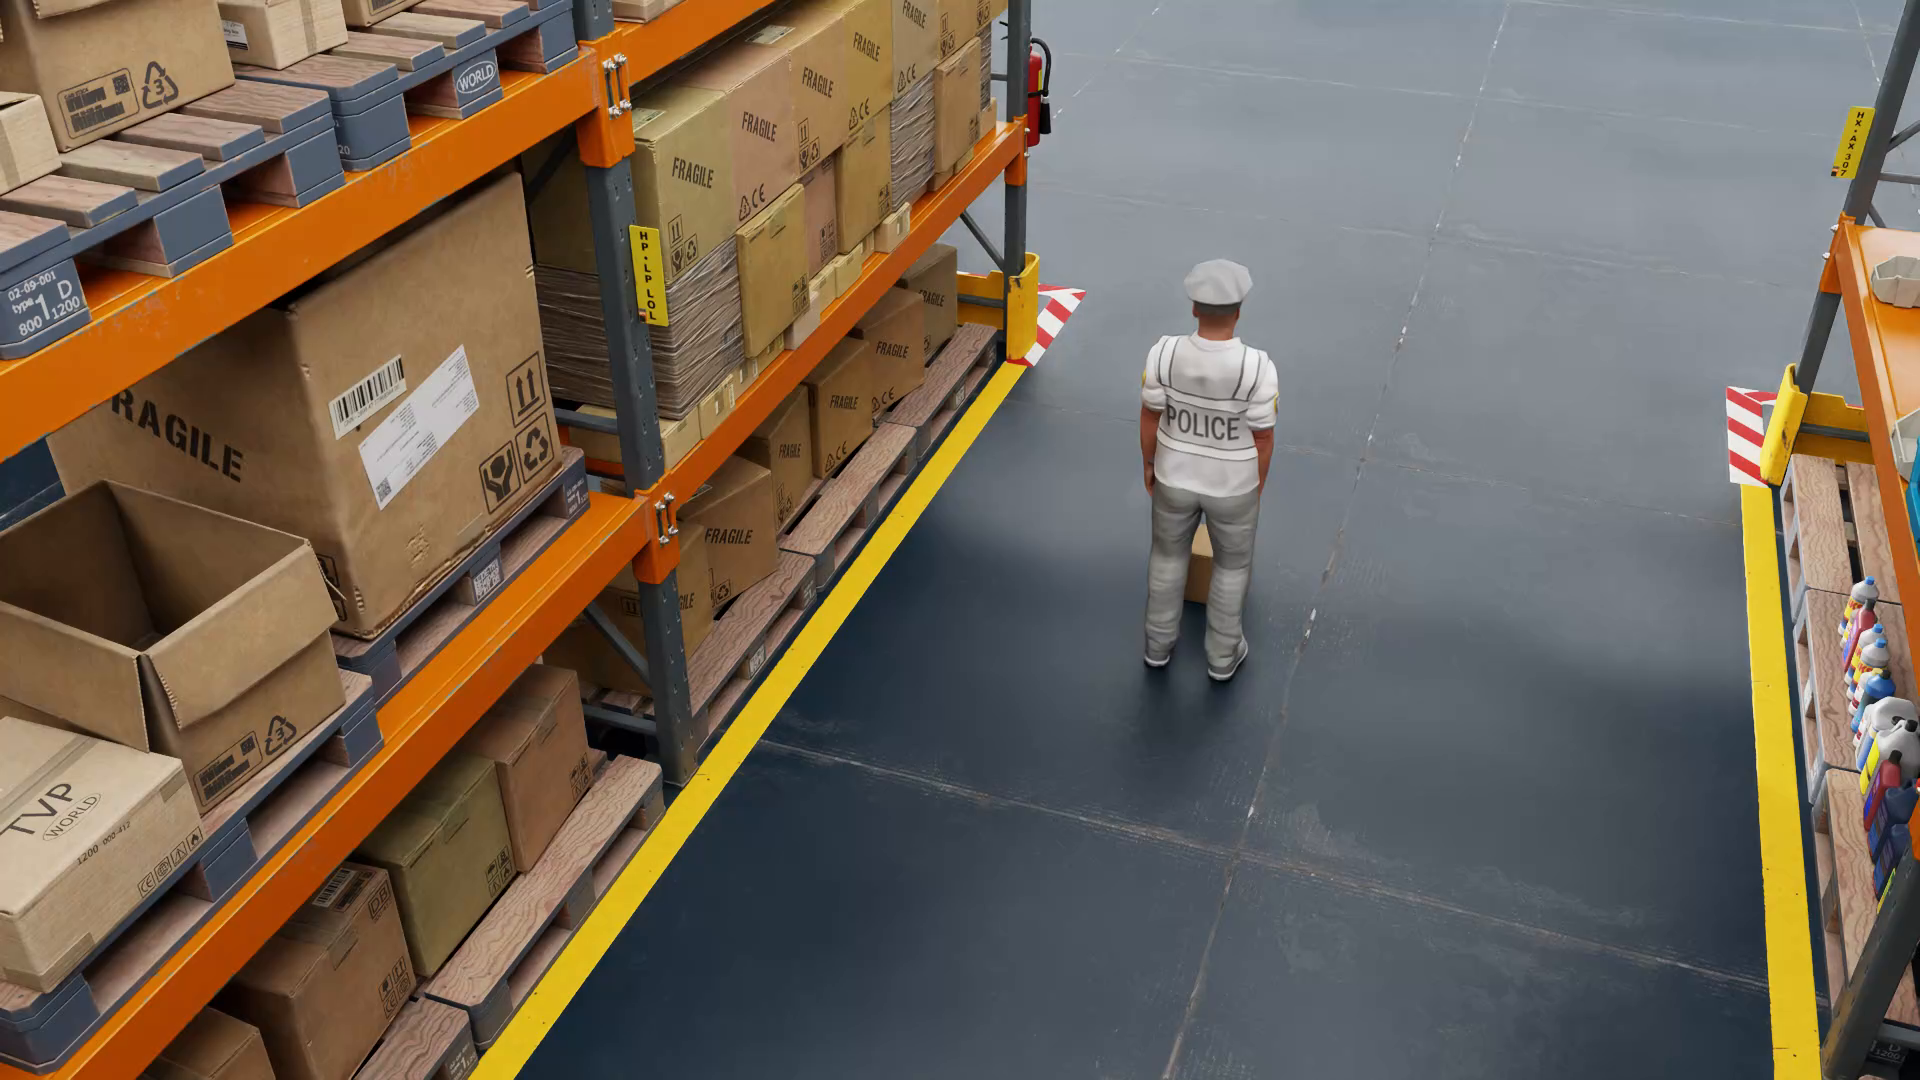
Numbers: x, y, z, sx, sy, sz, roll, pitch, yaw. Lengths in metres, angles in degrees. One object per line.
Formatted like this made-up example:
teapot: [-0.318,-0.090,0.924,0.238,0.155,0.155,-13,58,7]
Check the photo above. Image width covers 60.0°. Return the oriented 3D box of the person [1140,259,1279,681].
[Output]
person: [0.959,-0.257,6.530,0.527,1.755,0.393,12,35,18]
